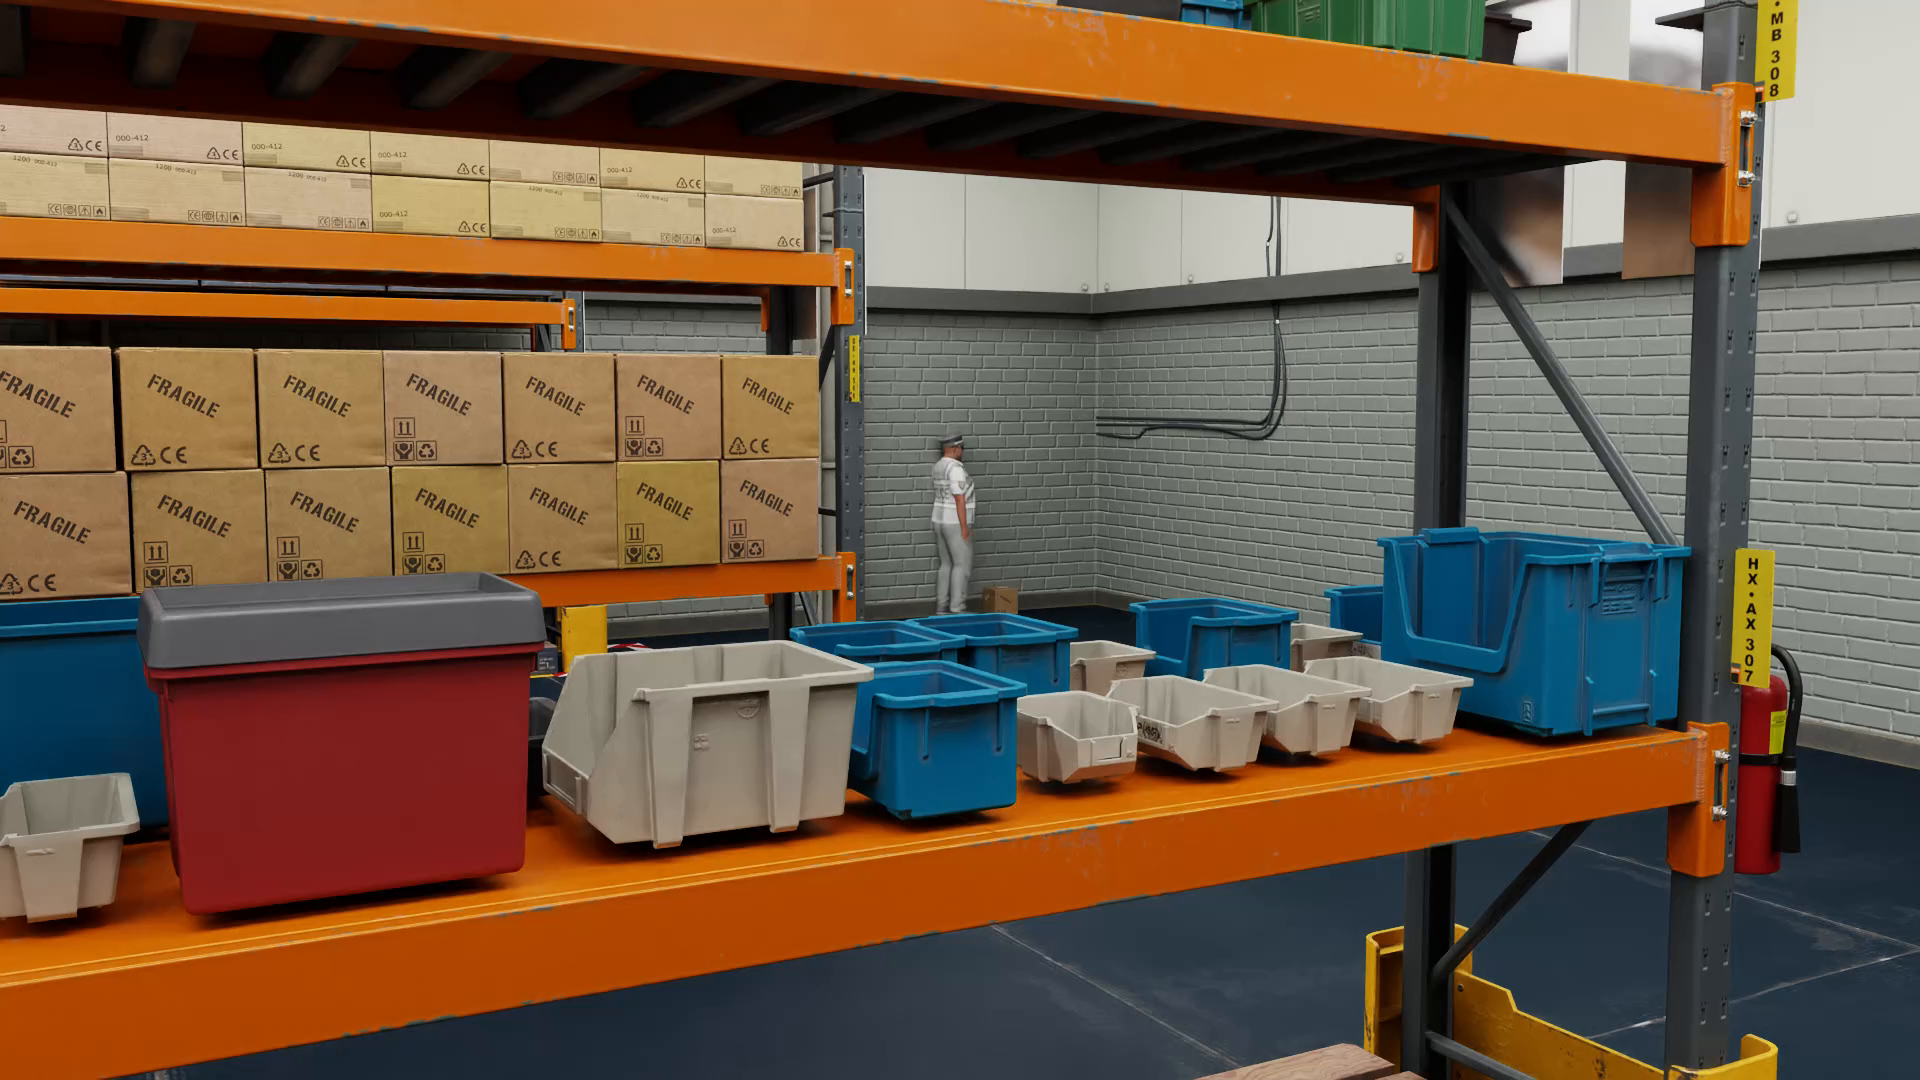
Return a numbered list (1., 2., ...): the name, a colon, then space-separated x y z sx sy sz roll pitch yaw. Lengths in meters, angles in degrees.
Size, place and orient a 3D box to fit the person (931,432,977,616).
1. person: -0.058 -0.142 15.794 0.394 1.768 0.532 -3 6 -27
